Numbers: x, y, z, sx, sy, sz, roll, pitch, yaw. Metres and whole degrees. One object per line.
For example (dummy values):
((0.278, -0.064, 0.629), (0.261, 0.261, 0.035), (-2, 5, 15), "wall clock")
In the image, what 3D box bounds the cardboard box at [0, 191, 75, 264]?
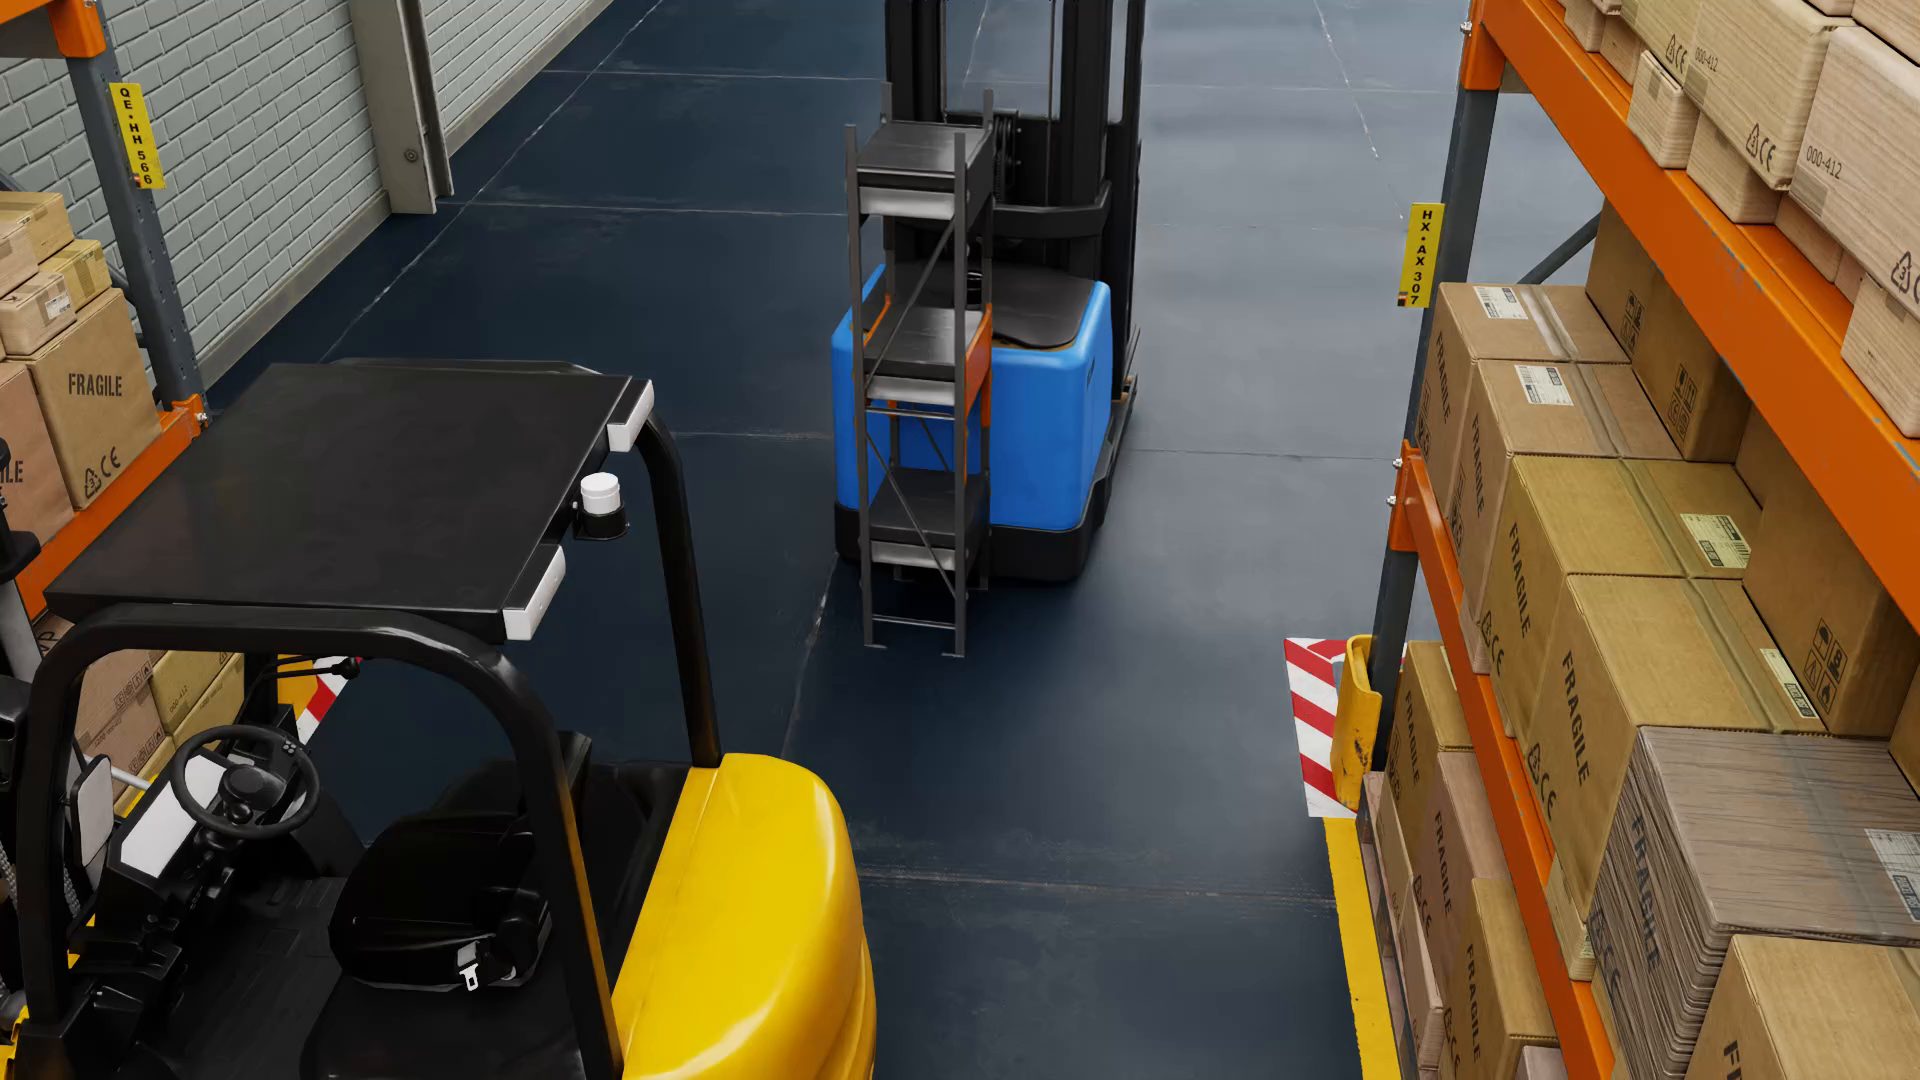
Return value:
((-2.857, -0.910, 4.870), (0.380, 0.149, 0.250), (3, 32, 4), "cardboard box")

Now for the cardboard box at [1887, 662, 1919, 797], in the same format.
((1.968, 0.298, 2.576), (0.700, 0.500, 0.500), (2, 32, 3), "cardboard box")

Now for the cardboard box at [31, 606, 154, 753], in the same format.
((-2.800, 0.427, 4.966), (0.500, 0.250, 0.500), (3, 32, 5), "cardboard box")

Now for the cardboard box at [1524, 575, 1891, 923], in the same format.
((1.482, 0.420, 3.331), (0.500, 0.500, 0.500), (2, 32, 3), "cardboard box")

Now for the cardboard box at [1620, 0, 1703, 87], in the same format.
((1.535, -1.004, 3.021), (0.500, 0.250, 0.500), (3, 32, 5), "cardboard box")

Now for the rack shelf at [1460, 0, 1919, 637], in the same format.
((1.747, -0.375, 2.827), (1.077, 0.370, 4.000), (2, 32, 4), "rack shelf")

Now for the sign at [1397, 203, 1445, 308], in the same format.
((1.369, -0.842, 4.932), (0.100, 0.325, 0.005), (2, 32, 4), "sign")

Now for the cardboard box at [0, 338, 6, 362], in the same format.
((-2.860, -0.518, 4.518), (0.380, 0.149, 0.250), (3, 32, 5), "cardboard box")

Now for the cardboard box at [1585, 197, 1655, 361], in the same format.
((2.086, -0.769, 4.307), (0.700, 0.500, 0.500), (2, 32, 3), "cardboard box")

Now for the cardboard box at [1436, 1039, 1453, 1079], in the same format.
((1.488, 1.504, 4.171), (0.500, 0.250, 0.500), (5, 32, 7), "cardboard box")

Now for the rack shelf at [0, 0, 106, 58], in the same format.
((-3.200, -0.585, 3.168), (1.077, 0.370, 4.000), (2, 32, 4), "rack shelf")

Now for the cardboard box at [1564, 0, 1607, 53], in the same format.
((1.572, -1.183, 3.690), (0.380, 0.149, 0.250), (3, 32, 5), "cardboard box")

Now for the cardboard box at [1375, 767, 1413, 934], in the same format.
((1.569, 0.951, 5.068), (0.500, 0.250, 0.500), (2, 32, 4), "cardboard box")

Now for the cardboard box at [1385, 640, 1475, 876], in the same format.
((1.567, 0.645, 4.851), (0.500, 0.500, 0.500), (1, 32, 2), "cardboard box")

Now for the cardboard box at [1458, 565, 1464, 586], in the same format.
((1.567, 0.093, 4.479), (0.380, 0.149, 0.250), (1, 32, 2), "cardboard box")

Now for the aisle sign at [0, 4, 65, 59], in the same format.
((-2.739, -1.789, 4.816), (0.394, 0.787, 0.004), (2, 32, 4), "aisle sign")

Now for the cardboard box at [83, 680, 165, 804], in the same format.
((-2.817, 0.648, 5.083), (0.500, 0.250, 0.500), (2, 32, 4), "cardboard box")

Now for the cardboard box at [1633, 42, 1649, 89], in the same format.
((1.558, -0.913, 3.253), (0.380, 0.149, 0.250), (2, 32, 2), "cardboard box")

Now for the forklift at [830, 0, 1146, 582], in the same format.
((0.276, -1.837, 7.437), (1.130, 2.935, 3.031), (6, 32, 10), "forklift")

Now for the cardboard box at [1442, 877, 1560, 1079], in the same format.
((1.480, 1.180, 3.982), (0.500, 0.500, 0.500), (3, 32, 5), "cardboard box")

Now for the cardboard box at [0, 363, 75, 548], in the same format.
((-2.867, -0.164, 4.561), (0.500, 0.500, 0.500), (3, 32, 6), "cardboard box")

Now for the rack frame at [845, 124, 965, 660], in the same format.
((-0.180, -0.451, 5.981), (0.400, 2.100, 0.015), (6, 32, 10), "rack frame")

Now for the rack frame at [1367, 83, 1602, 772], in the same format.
((1.910, -0.450, 5.122), (1.000, 3.000, 0.127), (2, 32, 4), "rack frame")

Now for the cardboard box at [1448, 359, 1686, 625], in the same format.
((1.556, -0.113, 4.195), (0.500, 0.500, 0.500), (3, 32, 5), "cardboard box")

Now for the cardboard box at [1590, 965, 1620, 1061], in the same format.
((1.437, 0.903, 3.165), (0.380, 0.149, 0.250), (2, 32, 3), "cardboard box")

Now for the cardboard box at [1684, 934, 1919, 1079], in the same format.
((1.408, 0.959, 2.455), (0.500, 0.500, 0.500), (3, 32, 6), "cardboard box")

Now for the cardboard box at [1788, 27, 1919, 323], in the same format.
((1.448, -0.471, 2.156), (0.500, 0.250, 0.500), (2, 32, 3), "cardboard box")

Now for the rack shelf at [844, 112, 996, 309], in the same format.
((-0.130, -1.161, 5.824), (0.431, 0.518, 0.480), (6, 32, 10), "rack shelf")

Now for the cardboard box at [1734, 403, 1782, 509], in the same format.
((2.098, -0.233, 3.438), (0.700, 0.500, 0.500), (2, 32, 3), "cardboard box")

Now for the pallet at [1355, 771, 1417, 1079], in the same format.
((1.802, 1.200, 5.102), (1.003, 0.211, 1.213), (2, 32, 4), "pallet")

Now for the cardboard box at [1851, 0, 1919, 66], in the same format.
((1.431, -0.725, 2.187), (0.380, 0.149, 0.250), (3, 32, 5), "cardboard box")

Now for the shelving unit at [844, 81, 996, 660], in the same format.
((-0.130, -0.577, 6.184), (0.431, 2.100, 0.503), (6, 32, 10), "shelving unit")

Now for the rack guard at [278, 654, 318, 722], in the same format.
((-3.036, 0.391, 6.139), (1.175, 0.500, 0.348), (2, 32, 4), "rack guard")

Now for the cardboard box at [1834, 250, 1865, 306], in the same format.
((1.509, -0.376, 2.382), (0.380, 0.149, 0.250), (3, 32, 5), "cardboard box")

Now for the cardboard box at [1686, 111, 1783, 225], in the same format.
((1.477, -0.646, 2.819), (0.380, 0.149, 0.250), (2, 32, 3), "cardboard box")

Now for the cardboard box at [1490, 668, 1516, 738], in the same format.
((1.513, 0.361, 4.045), (0.380, 0.149, 0.250), (3, 32, 5), "cardboard box")

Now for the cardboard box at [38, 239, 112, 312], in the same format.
((-2.786, -0.786, 4.953), (0.380, 0.149, 0.250), (3, 32, 5), "cardboard box")

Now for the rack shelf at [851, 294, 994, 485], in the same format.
((-0.130, -0.565, 6.191), (0.431, 0.518, 0.480), (6, 32, 10), "rack shelf")

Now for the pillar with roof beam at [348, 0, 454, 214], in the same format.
((0.787, -5.842, 8.153), (9.100, 9.000, 0.400), (2, 32, 4), "pillar with roof beam")

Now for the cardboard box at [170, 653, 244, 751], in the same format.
((-2.761, 0.590, 5.653), (0.500, 0.250, 0.500), (3, 32, 4), "cardboard box")
